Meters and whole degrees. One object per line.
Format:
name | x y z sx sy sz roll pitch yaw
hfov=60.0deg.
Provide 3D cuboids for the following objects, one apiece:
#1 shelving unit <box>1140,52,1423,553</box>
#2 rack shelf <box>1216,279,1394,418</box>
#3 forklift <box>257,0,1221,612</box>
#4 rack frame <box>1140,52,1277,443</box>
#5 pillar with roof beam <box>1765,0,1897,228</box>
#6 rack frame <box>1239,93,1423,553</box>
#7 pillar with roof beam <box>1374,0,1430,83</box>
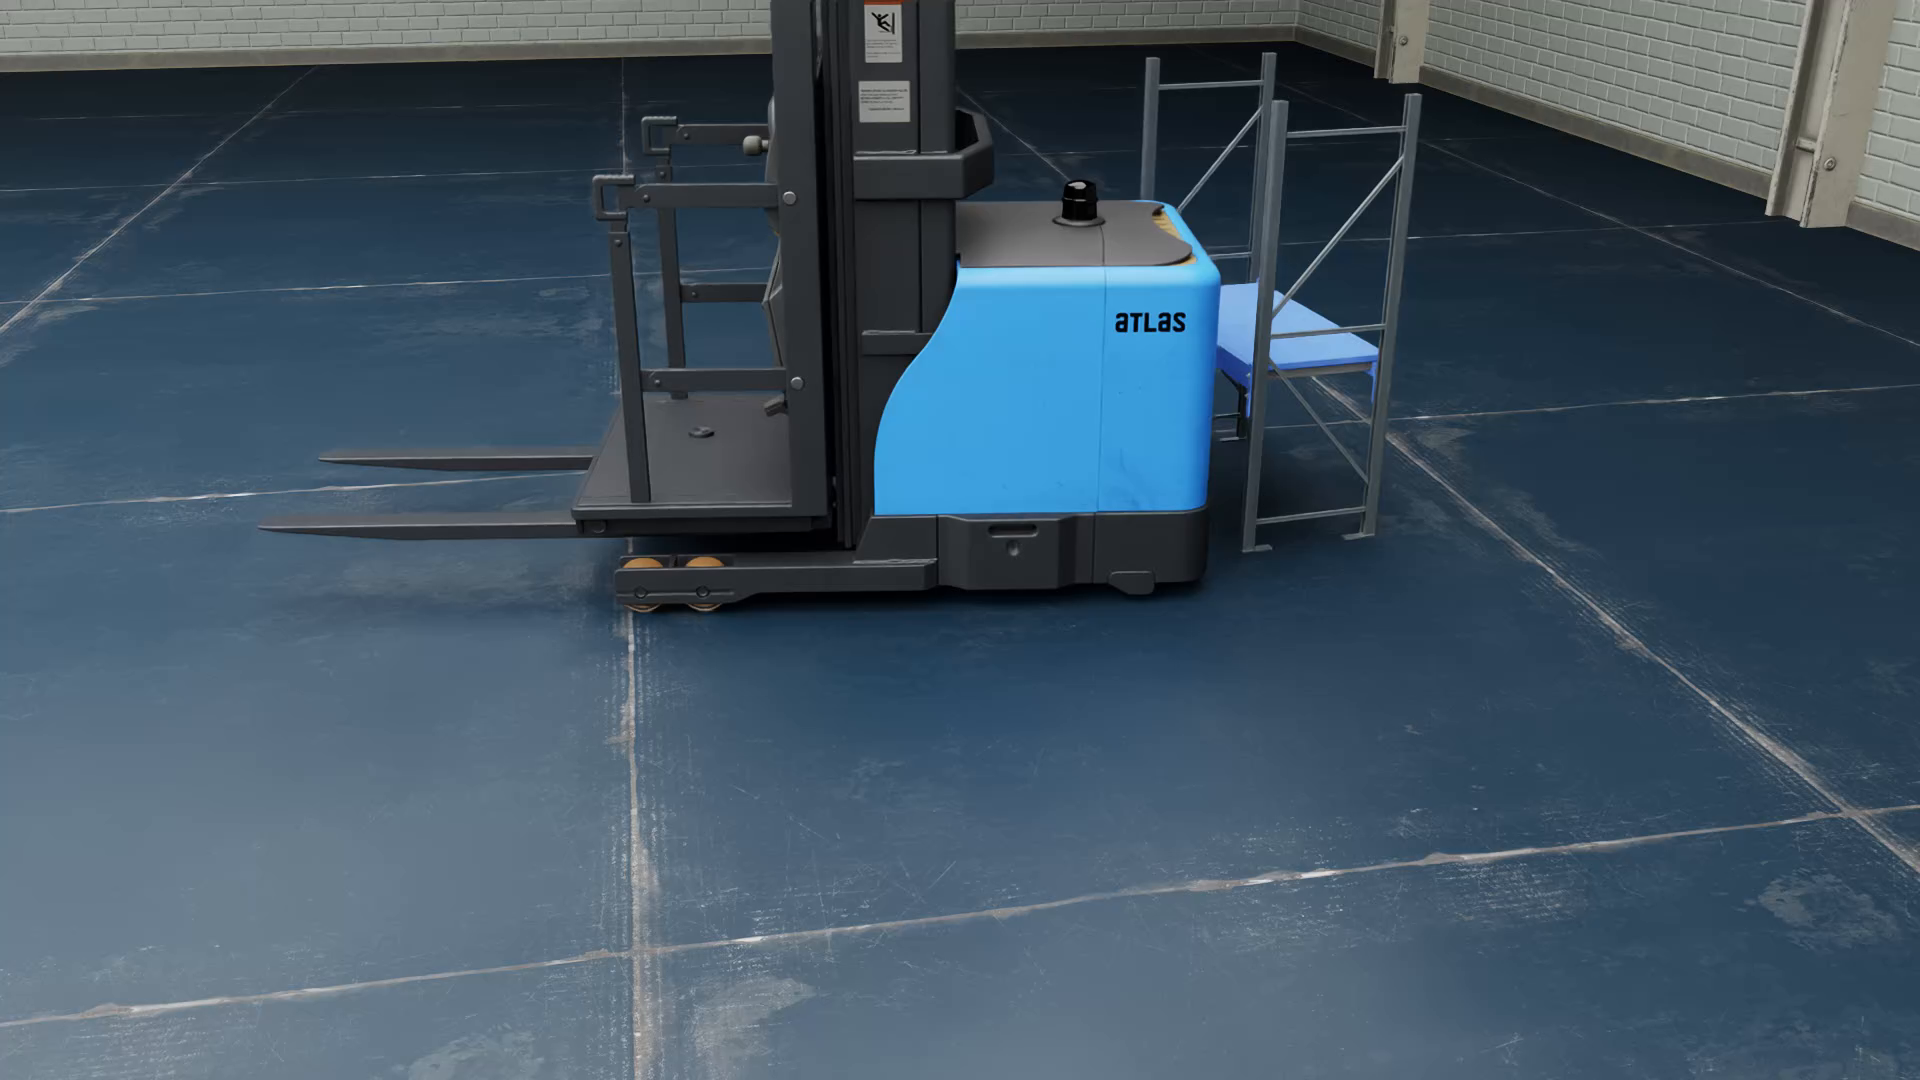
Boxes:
shelving unit | 1.054 -0.871 5.870 0.538 1.500 1.048 -7 24 -15
rack shelf | 1.054 -0.706 5.942 0.538 0.185 1.000 -7 24 -15
forklift | -0.734 -1.333 5.140 3.031 2.935 1.130 -1 24 -2
rack frame | 0.912 -1.066 6.318 0.500 1.500 0.032 -7 24 -15
pillar with roof beam | 1.006 -5.787 7.757 9.100 9.000 0.400 -4 24 -10
rack frame | 1.195 -0.676 5.423 0.500 1.500 0.032 -7 24 -15
pillar with roof beam | -0.103 -8.147 13.161 9.100 9.000 0.400 -4 24 -10
